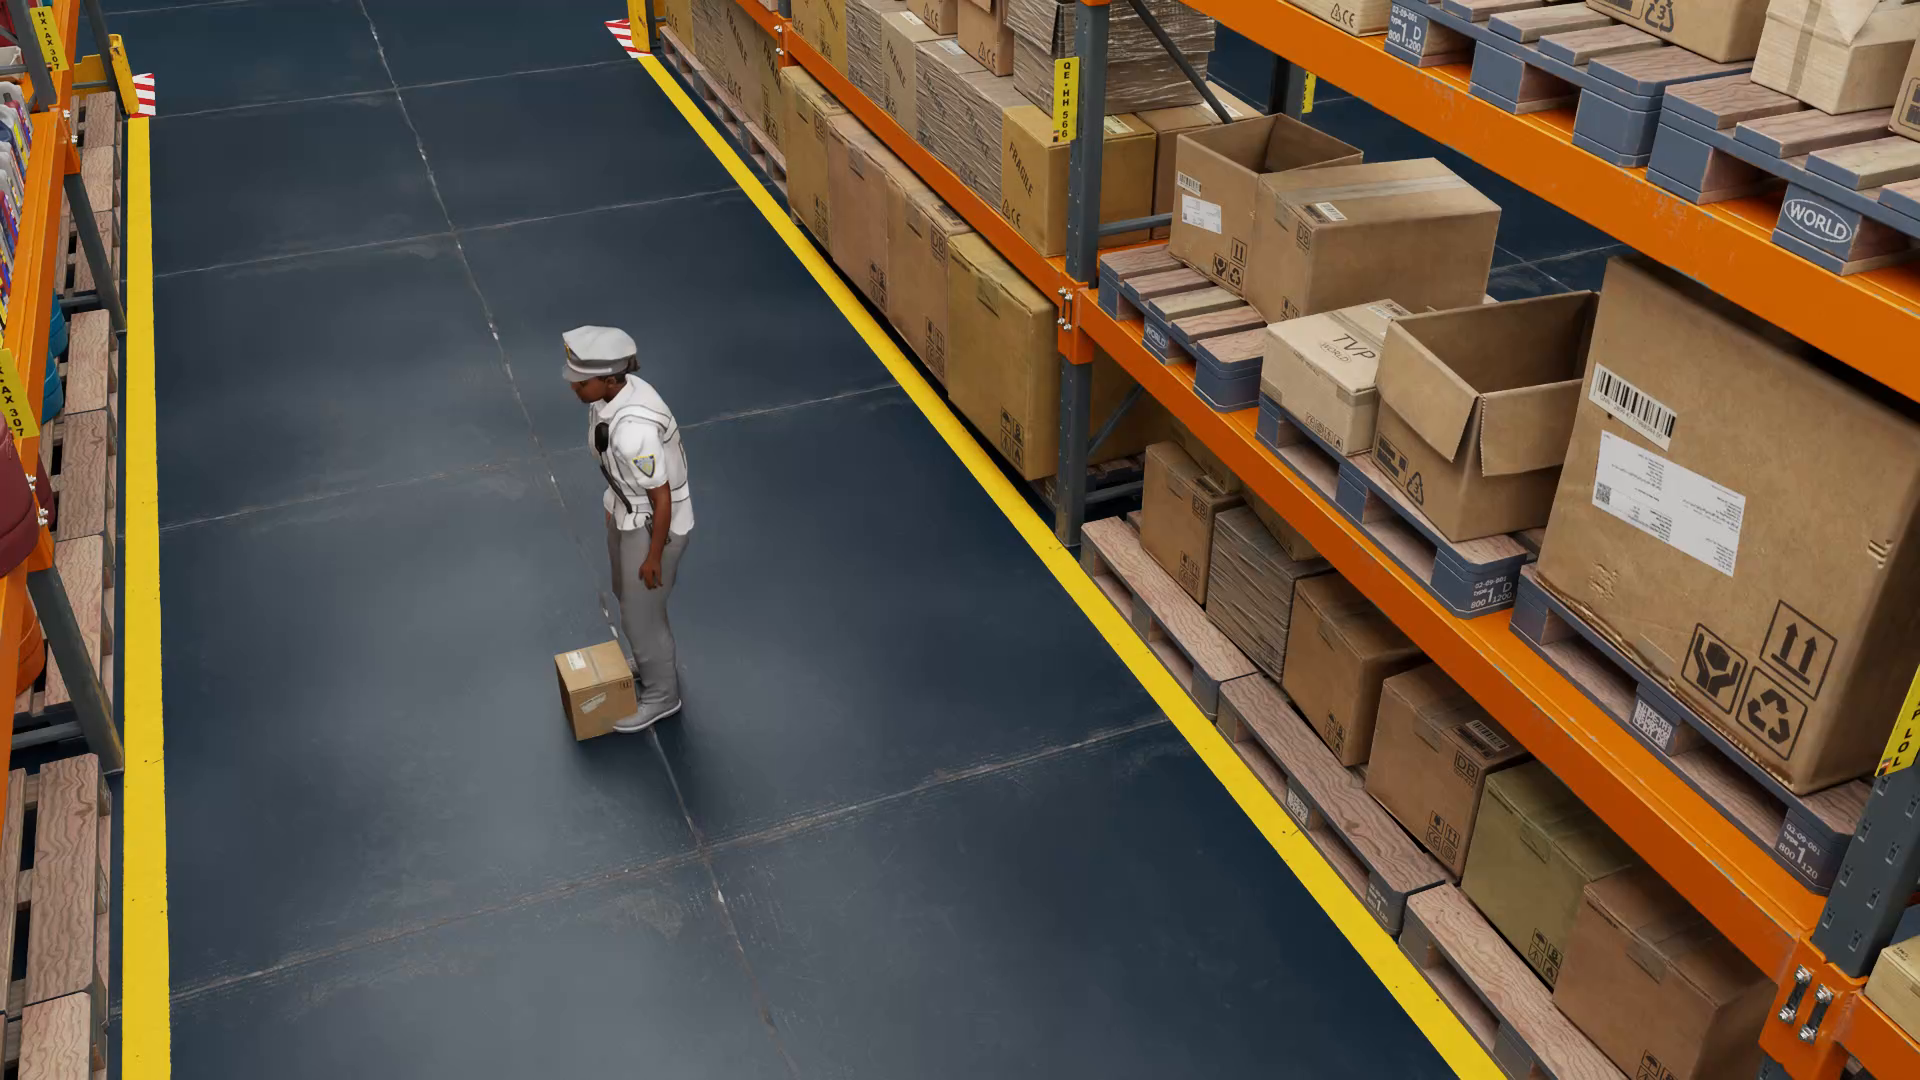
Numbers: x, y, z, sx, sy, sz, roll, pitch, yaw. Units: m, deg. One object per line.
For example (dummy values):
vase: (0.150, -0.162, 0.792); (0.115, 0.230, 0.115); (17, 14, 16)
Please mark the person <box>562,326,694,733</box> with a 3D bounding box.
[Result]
person: (-1.222, -0.047, 6.212); (0.428, 1.660, 0.530); (-15, 37, -22)
